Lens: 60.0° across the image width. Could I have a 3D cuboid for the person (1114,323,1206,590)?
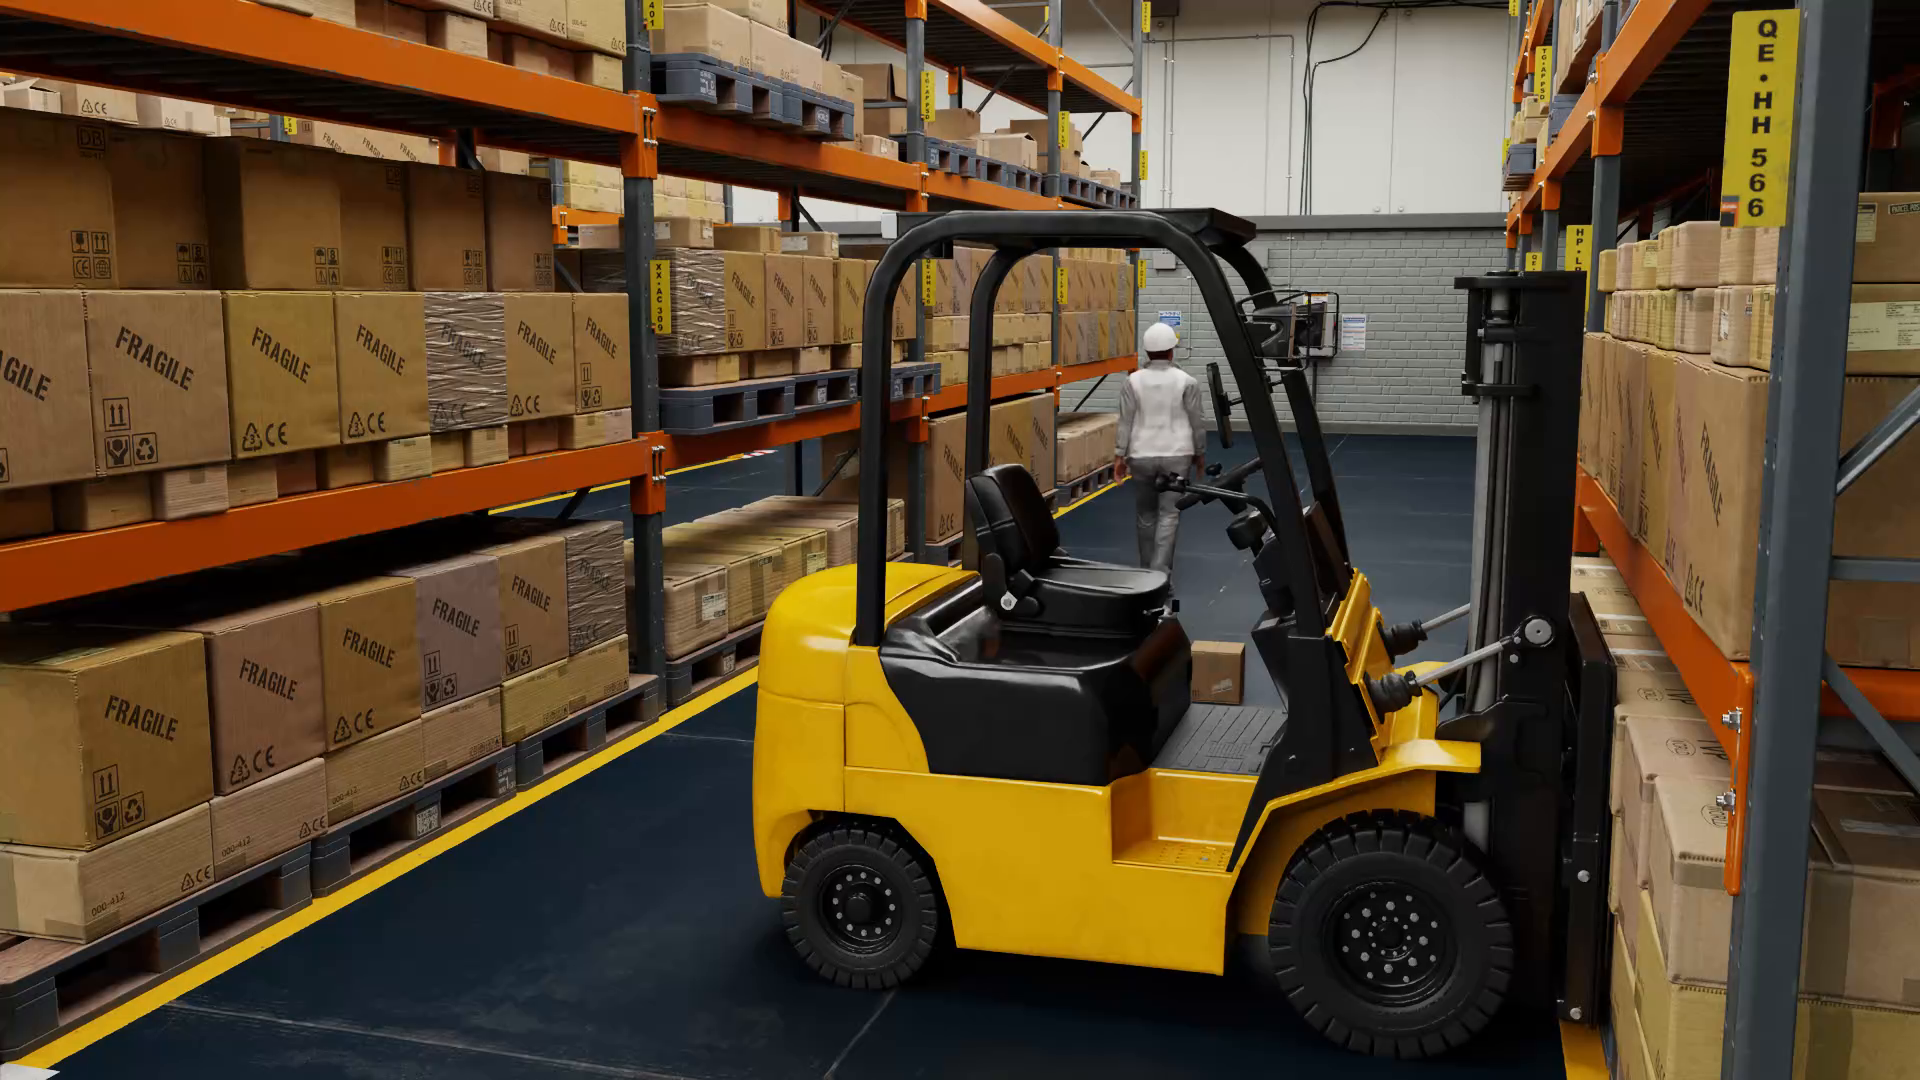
[{"bbox_3d":[1.349,-0.550,11.005,0.572,1.764,0.877,3,9,19],"label":"person"}]
